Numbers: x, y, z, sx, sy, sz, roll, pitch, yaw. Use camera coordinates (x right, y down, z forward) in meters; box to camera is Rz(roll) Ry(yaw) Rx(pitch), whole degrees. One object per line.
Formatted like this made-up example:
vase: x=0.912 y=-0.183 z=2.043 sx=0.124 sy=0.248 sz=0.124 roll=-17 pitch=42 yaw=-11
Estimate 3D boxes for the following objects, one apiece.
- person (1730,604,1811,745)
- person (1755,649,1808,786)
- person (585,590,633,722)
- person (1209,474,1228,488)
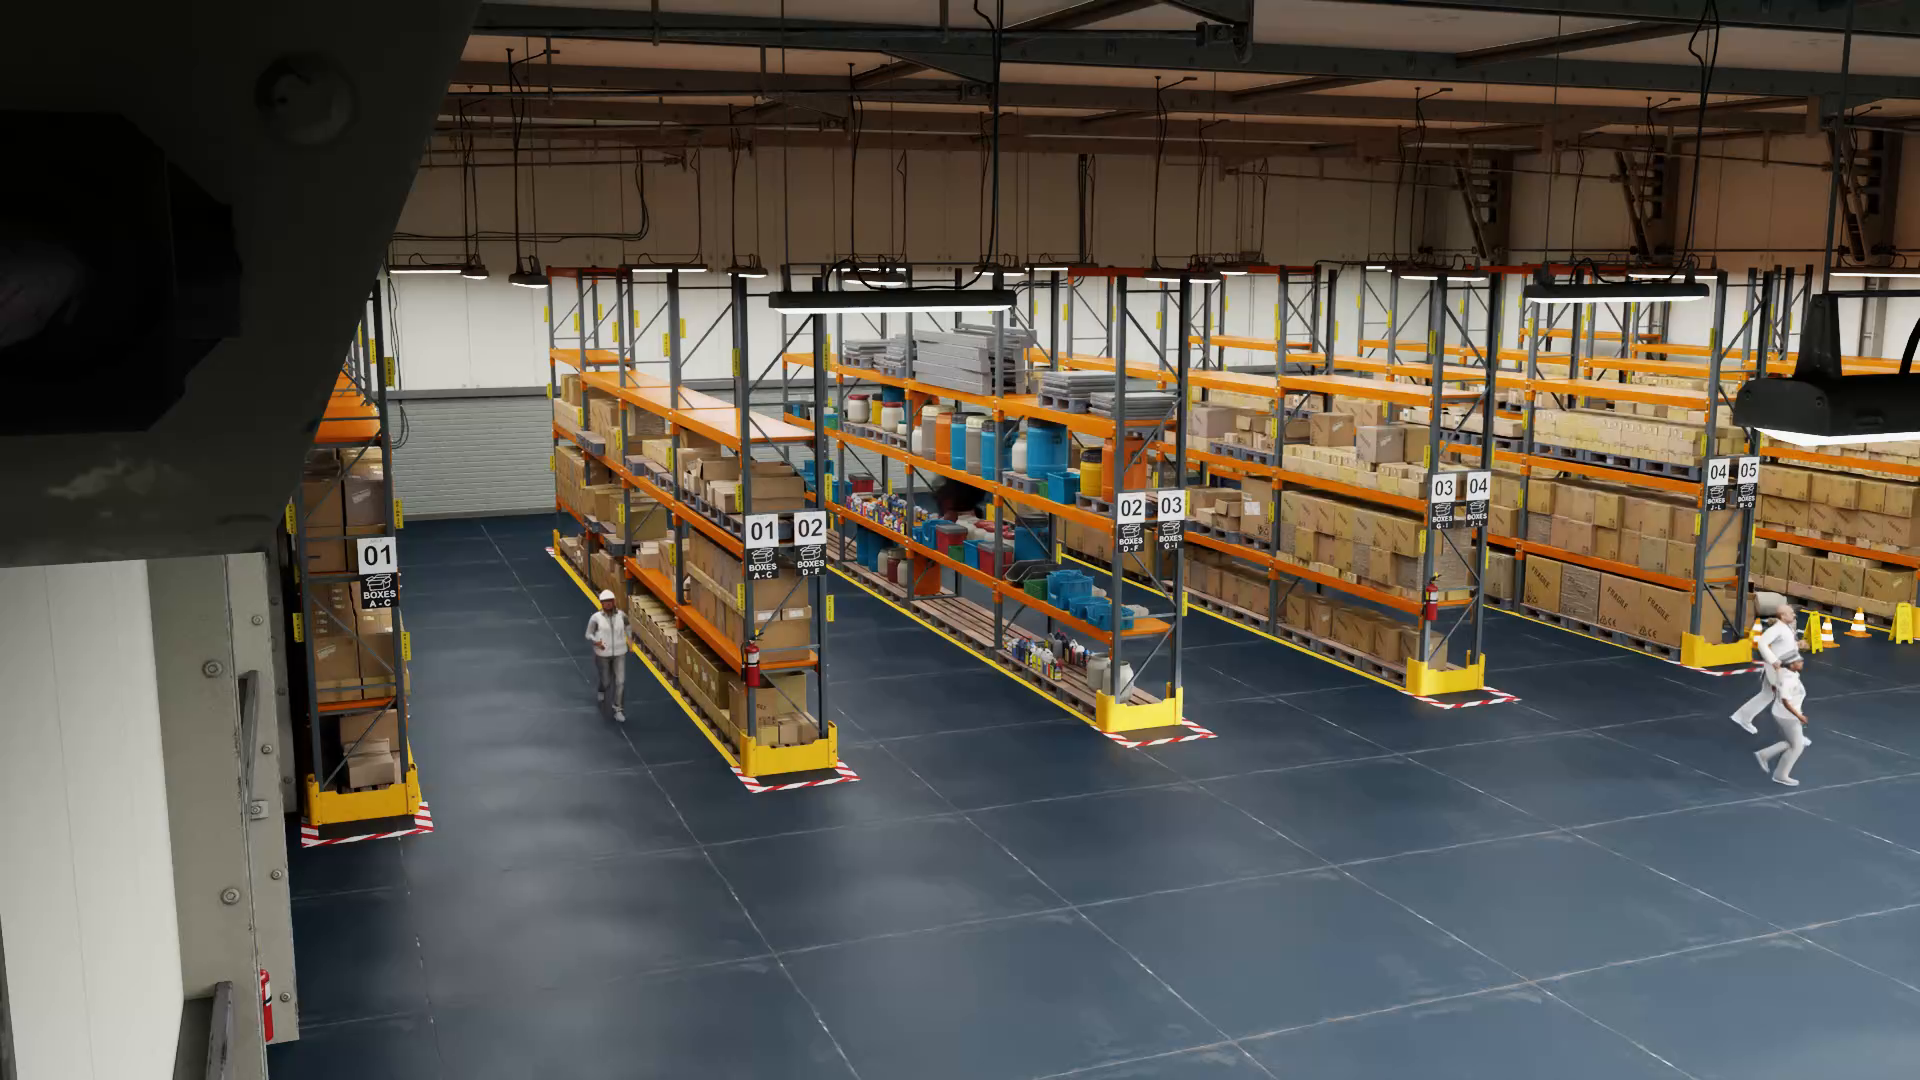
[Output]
person: x=10.617 y=1.717 z=21.657 sx=0.974 sy=1.817 sz=0.679 roll=4 pitch=11 yaw=20
person: x=9.843 y=2.102 z=19.865 sx=0.507 sy=1.672 sz=0.575 roll=3 pitch=10 yaw=14
person: x=-4.768 y=1.549 z=22.747 sx=0.676 sy=1.751 sz=0.945 roll=-4 pitch=11 yaw=-23
person: x=6.501 y=-1.741 z=41.930 sx=0.742 sy=1.711 sz=0.575 roll=-5 pitch=11 yaw=-27
